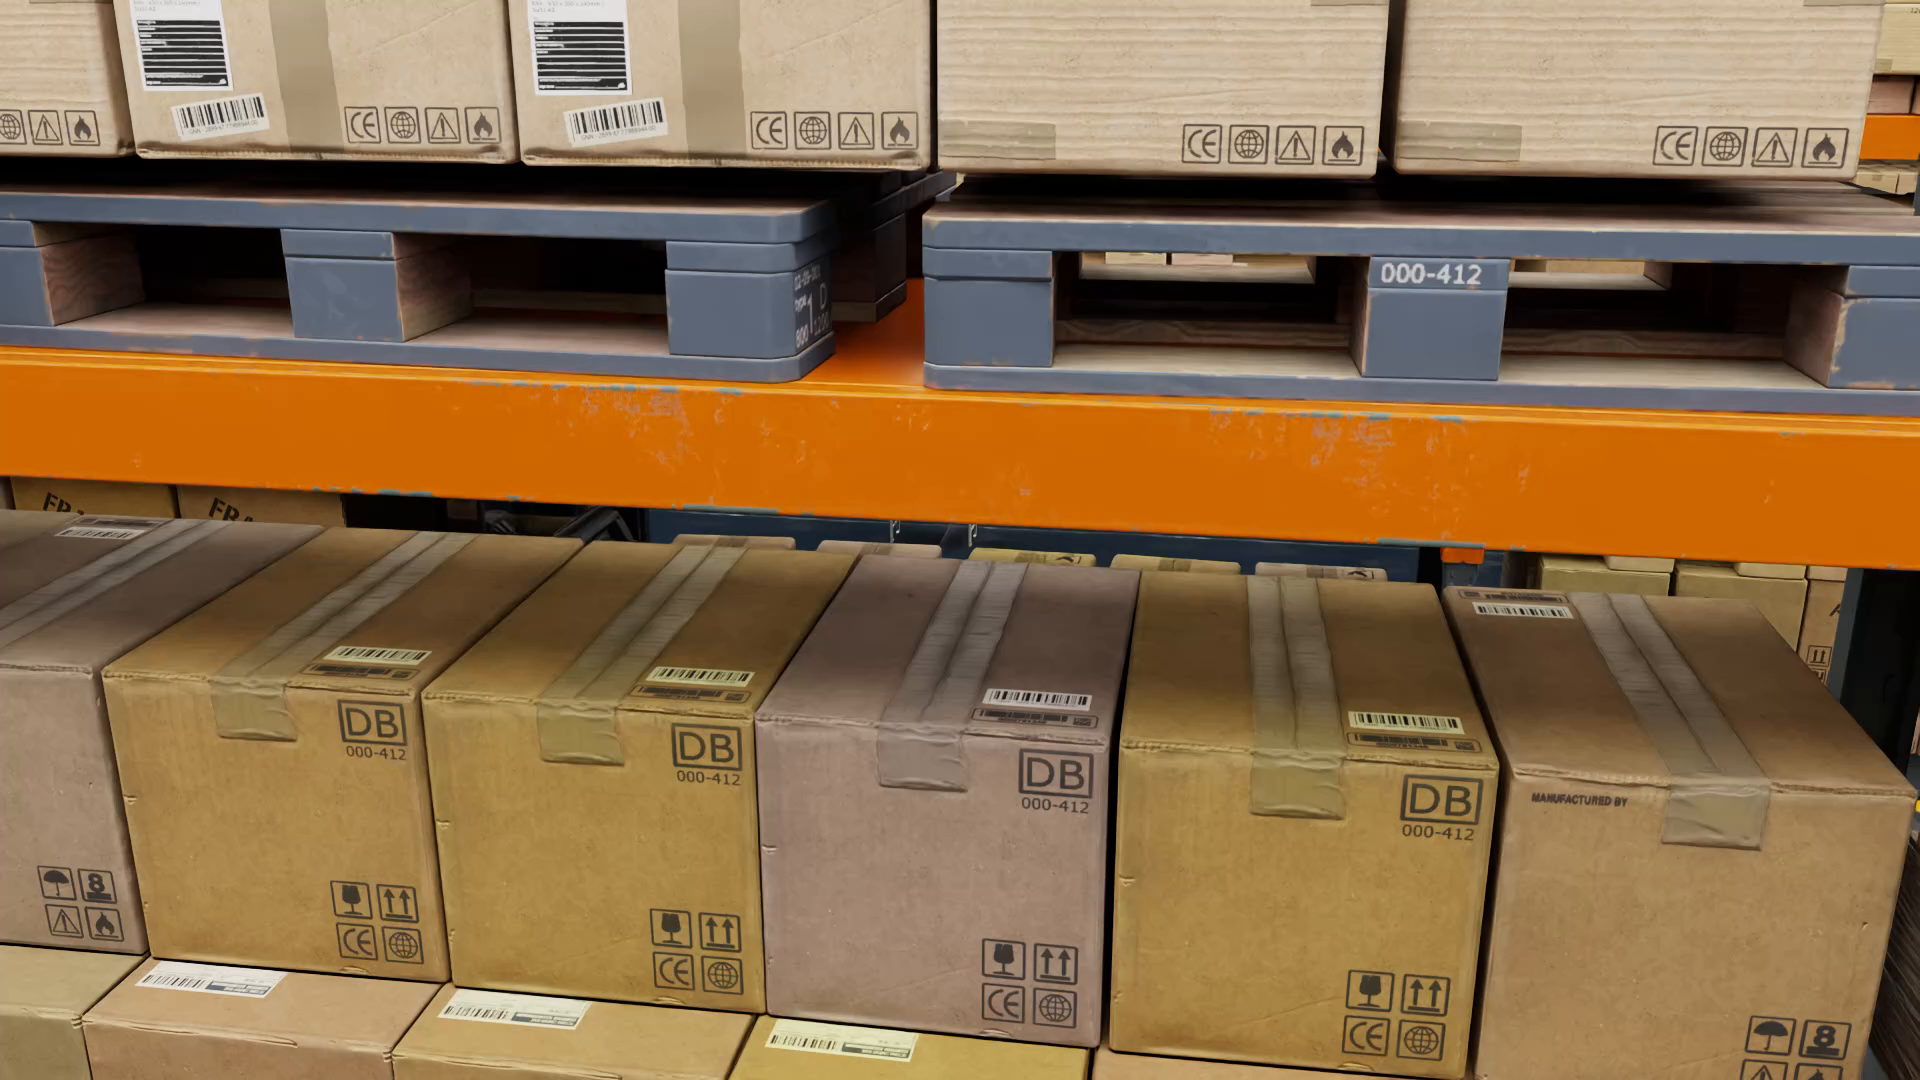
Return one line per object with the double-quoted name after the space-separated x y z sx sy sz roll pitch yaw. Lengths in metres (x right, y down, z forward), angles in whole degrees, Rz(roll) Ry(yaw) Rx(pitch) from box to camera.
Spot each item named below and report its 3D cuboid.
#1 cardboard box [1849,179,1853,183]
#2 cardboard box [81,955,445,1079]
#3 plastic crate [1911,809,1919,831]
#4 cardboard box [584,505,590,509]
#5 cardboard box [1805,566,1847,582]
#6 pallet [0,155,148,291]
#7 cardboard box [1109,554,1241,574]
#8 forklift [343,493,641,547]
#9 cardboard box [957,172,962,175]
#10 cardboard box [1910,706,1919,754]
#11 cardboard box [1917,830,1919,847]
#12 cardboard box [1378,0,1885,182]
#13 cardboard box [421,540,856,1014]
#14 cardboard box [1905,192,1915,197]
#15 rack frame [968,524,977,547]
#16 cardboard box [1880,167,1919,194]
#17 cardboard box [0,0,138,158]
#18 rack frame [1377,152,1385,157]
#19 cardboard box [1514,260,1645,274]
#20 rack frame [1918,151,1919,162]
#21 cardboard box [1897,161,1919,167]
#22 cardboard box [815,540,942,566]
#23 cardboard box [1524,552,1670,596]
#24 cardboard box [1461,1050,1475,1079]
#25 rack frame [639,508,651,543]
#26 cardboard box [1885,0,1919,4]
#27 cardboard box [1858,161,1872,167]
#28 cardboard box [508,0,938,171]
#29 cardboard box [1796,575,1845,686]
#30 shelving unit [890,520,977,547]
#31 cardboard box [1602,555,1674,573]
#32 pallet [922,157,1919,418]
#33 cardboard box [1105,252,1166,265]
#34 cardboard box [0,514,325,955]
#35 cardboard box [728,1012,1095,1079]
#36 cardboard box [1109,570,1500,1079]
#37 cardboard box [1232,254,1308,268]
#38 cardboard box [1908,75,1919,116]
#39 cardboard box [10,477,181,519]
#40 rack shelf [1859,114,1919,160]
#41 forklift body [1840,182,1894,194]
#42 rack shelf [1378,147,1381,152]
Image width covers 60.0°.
5.798 -2.423 11.169 0.250 0.149 0.380 3 19 9 "cardboard box"
-1.037 0.887 2.769 0.500 0.500 0.500 3 19 9 "cardboard box"
3.617 1.142 6.763 0.583 0.080 0.402 -3 19 -10 "plastic crate"
-2.421 -0.032 8.357 0.875 0.875 0.875 3 19 8 "cardboard box"
3.625 0.041 6.921 0.250 0.149 0.380 4 19 12 "cardboard box"
-1.793 -0.541 2.762 1.003 0.211 1.213 4 19 11 "pallet"
0.969 0.408 7.835 0.625 0.372 0.950 4 19 12 "cardboard box"
-1.007 0.174 5.164 3.031 2.935 1.130 4 19 11 "forklift"
-0.093 -2.726 12.544 0.250 0.149 0.380 3 19 9 "cardboard box"
3.790 0.690 7.184 0.500 0.250 0.500 3 19 8 "cardboard box"
1.871 0.424 2.370 0.550 0.550 0.875 3 19 9 "cardboard box"
0.789 -0.605 2.075 0.500 0.250 0.500 3 19 9 "cardboard box"
-0.485 0.357 2.777 0.500 0.500 0.700 3 19 8 "cardboard box"
4.119 -1.086 6.621 0.500 0.500 0.700 3 19 8 "cardboard box"
0.077 -0.565 10.101 0.015 1.200 0.240 3 19 9 "rack frame"
6.295 -2.383 11.048 0.250 0.149 0.380 3 19 9 "cardboard box"
-1.263 -0.691 2.330 0.500 0.250 0.500 3 19 10 "cardboard box"
2.981 -2.133 11.951 0.127 3.000 1.000 3 19 9 "rack frame"
2.597 -1.151 6.812 0.500 0.500 0.700 3 19 8 "cardboard box"
1.512 -1.867 1.701 0.127 3.000 1.000 3 19 9 "rack frame"
6.633 -2.512 11.434 0.250 0.149 0.380 3 19 8 "cardboard box"
-0.466 0.334 8.057 0.625 0.372 0.950 3 19 8 "cardboard box"
2.737 0.285 7.212 0.500 0.500 0.500 4 19 11 "cardboard box"
0.954 0.988 2.465 0.500 0.500 0.500 3 19 8 "cardboard box"
-1.752 -0.779 7.905 0.127 3.000 1.000 3 19 9 "rack frame"
3.485 -2.103 6.273 0.250 0.149 0.380 2 19 7 "cardboard box"
6.117 -2.544 11.532 0.250 0.149 0.380 3 19 10 "cardboard box"
-0.254 -0.668 2.167 0.500 0.311 0.500 2 19 7 "cardboard box"
3.779 0.335 7.063 0.500 0.500 0.500 4 19 12 "cardboard box"
-0.163 -0.577 10.138 0.503 1.200 0.258 3 19 9 "shelving unit"
2.851 0.003 7.034 0.250 0.149 0.380 3 19 9 "cardboard box"
0.599 -0.385 2.299 1.217 0.209 0.805 2 19 6 "pallet"
0.749 -1.263 7.039 0.250 0.149 0.380 2 19 6 "cardboard box"
-1.496 0.306 2.929 0.500 0.500 0.700 3 19 8 "cardboard box"
-0.044 0.937 2.617 0.500 0.500 0.500 3 19 9 "cardboard box"
0.513 0.408 2.623 0.500 0.500 0.700 3 19 8 "cardboard box"
1.215 -0.942 7.101 0.500 0.500 0.500 3 19 9 "cardboard box"
3.725 -1.696 6.314 0.250 0.149 0.380 3 19 8 "cardboard box"
-4.183 -0.123 8.630 0.875 0.875 0.875 3 19 10 "cardboard box"
4.172 -1.559 6.641 4.000 0.370 1.077 3 19 9 "rack shelf"
4.769 -1.053 10.061 1.214 2.155 2.313 3 19 9 "forklift body"
0.223 -1.760 7.242 4.000 0.370 1.077 3 19 9 "rack shelf"
